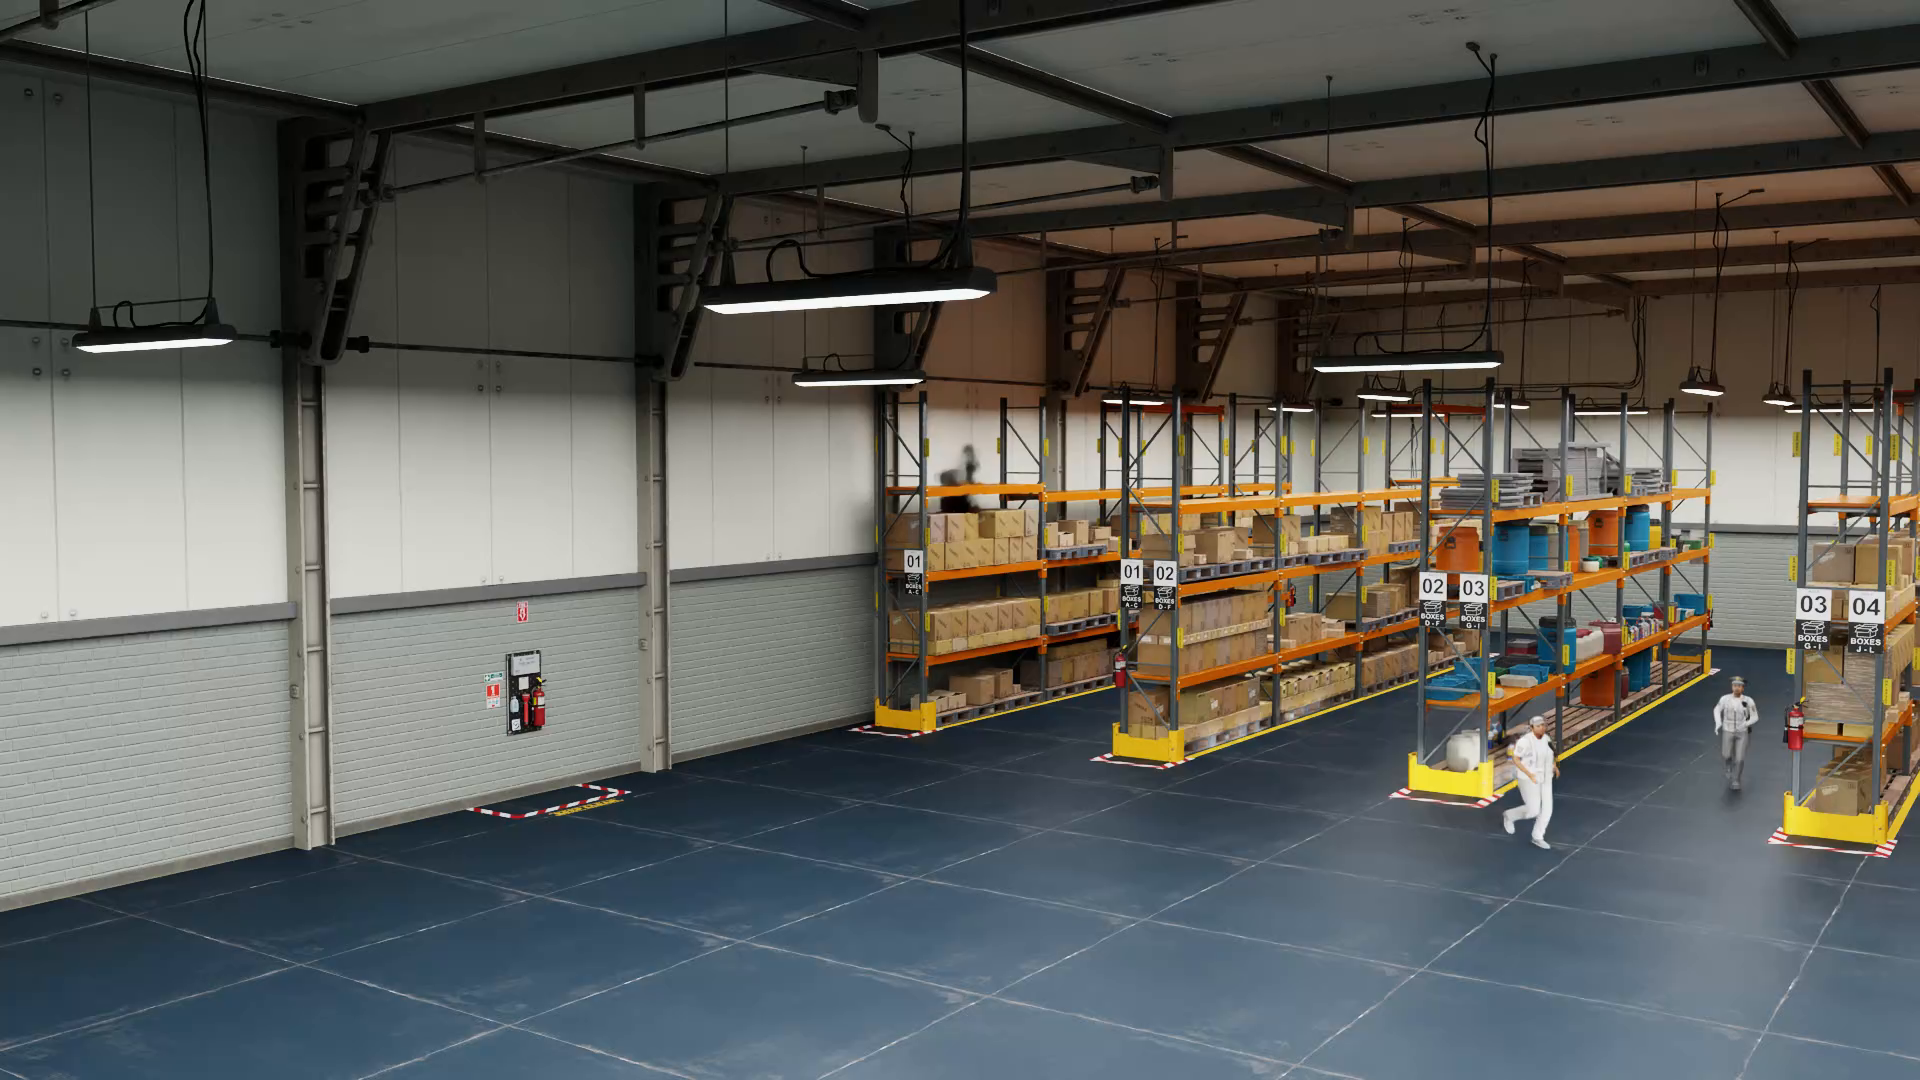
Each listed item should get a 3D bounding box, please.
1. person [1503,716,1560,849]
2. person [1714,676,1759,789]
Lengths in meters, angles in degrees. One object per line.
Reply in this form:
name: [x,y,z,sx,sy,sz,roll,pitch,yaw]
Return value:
person: [7.253,3.032,21.034,0.607,1.650,0.641,-1,3,-21]
person: [11.367,2.822,24.385,0.615,1.658,0.541,2,4,29]
